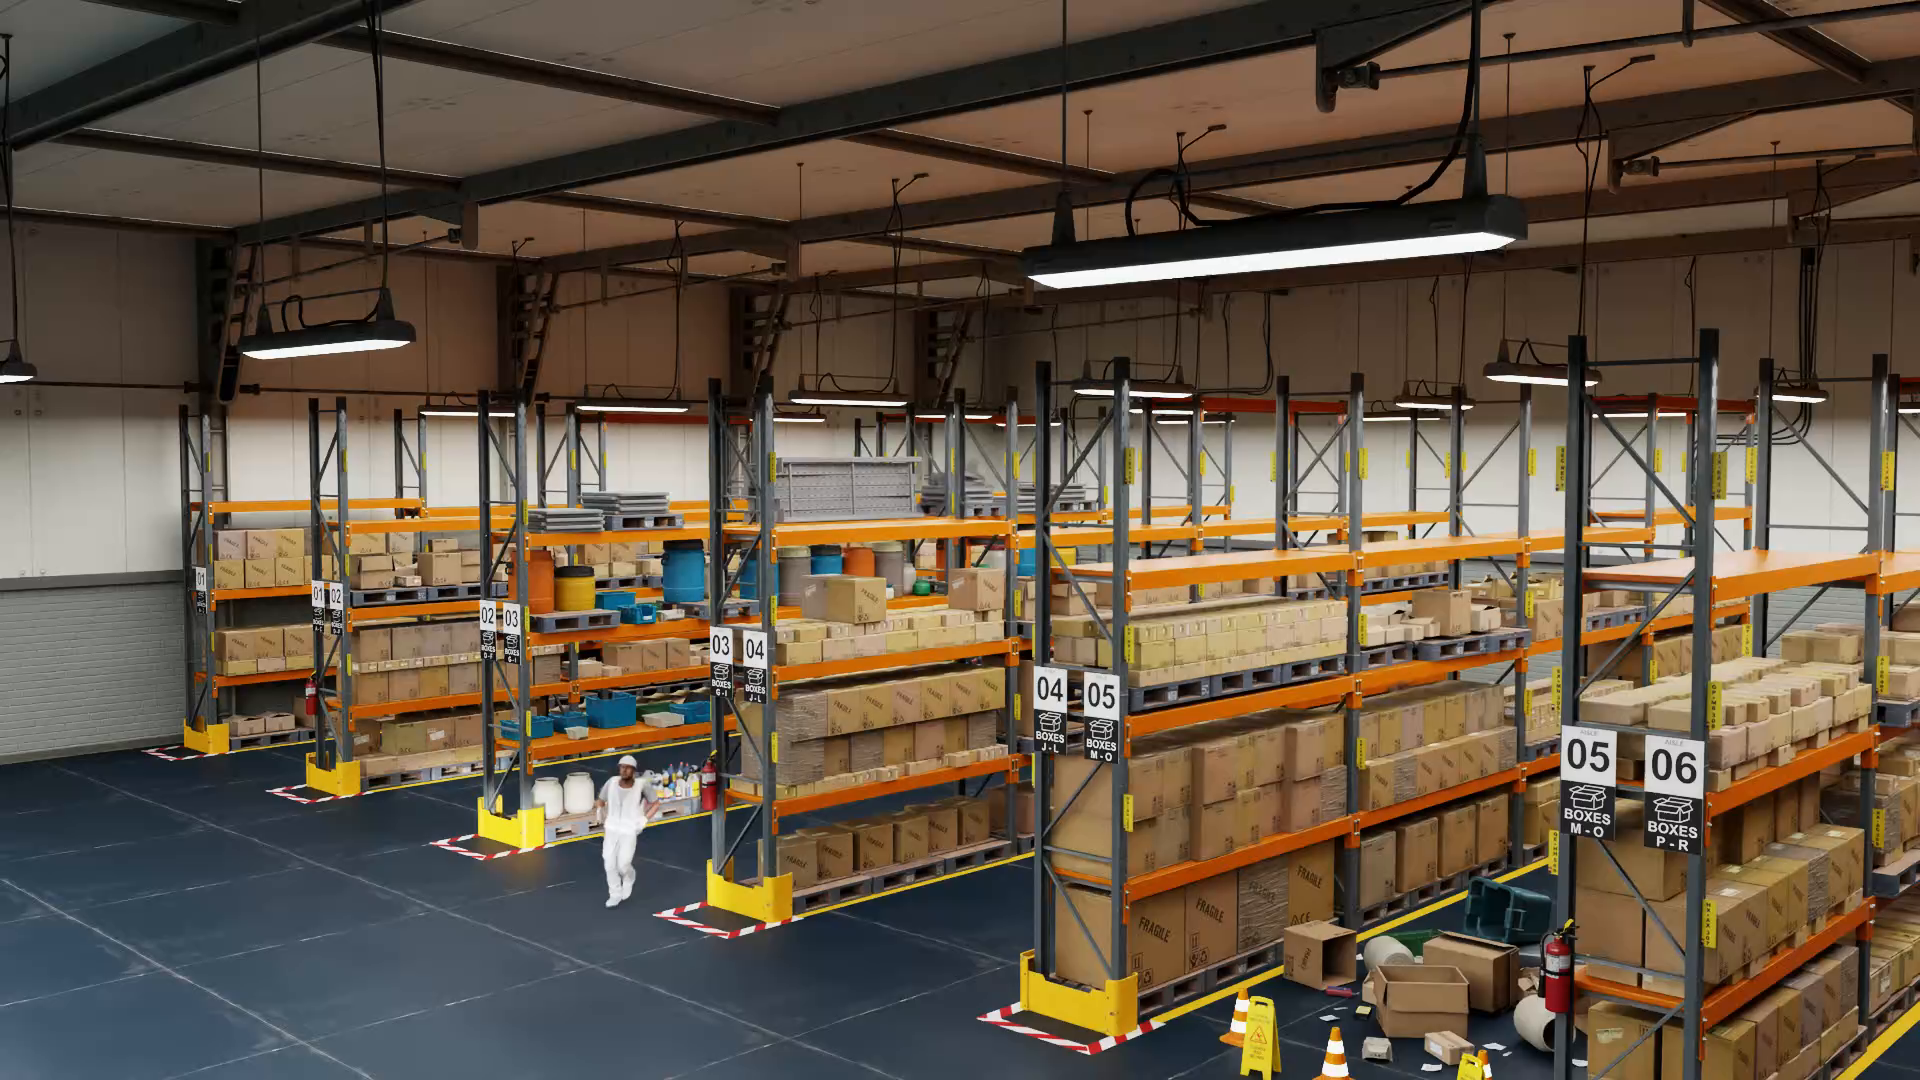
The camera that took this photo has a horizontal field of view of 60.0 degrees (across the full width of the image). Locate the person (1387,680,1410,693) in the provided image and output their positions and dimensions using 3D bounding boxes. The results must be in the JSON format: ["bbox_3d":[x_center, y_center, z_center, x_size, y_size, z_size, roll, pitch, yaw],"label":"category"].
[{"bbox_3d":[6.833,2.910,25.702,0.696,1.795,1.061,2,4,39],"label":"person"}]

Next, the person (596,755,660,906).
[{"bbox_3d":[-3.810,3.304,18.880,0.697,1.722,0.618,1,3,11],"label":"person"}]

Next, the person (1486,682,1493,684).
[{"bbox_3d":[7.964,3.011,25.038,0.726,1.737,0.662,-2,4,-38],"label":"person"}]
